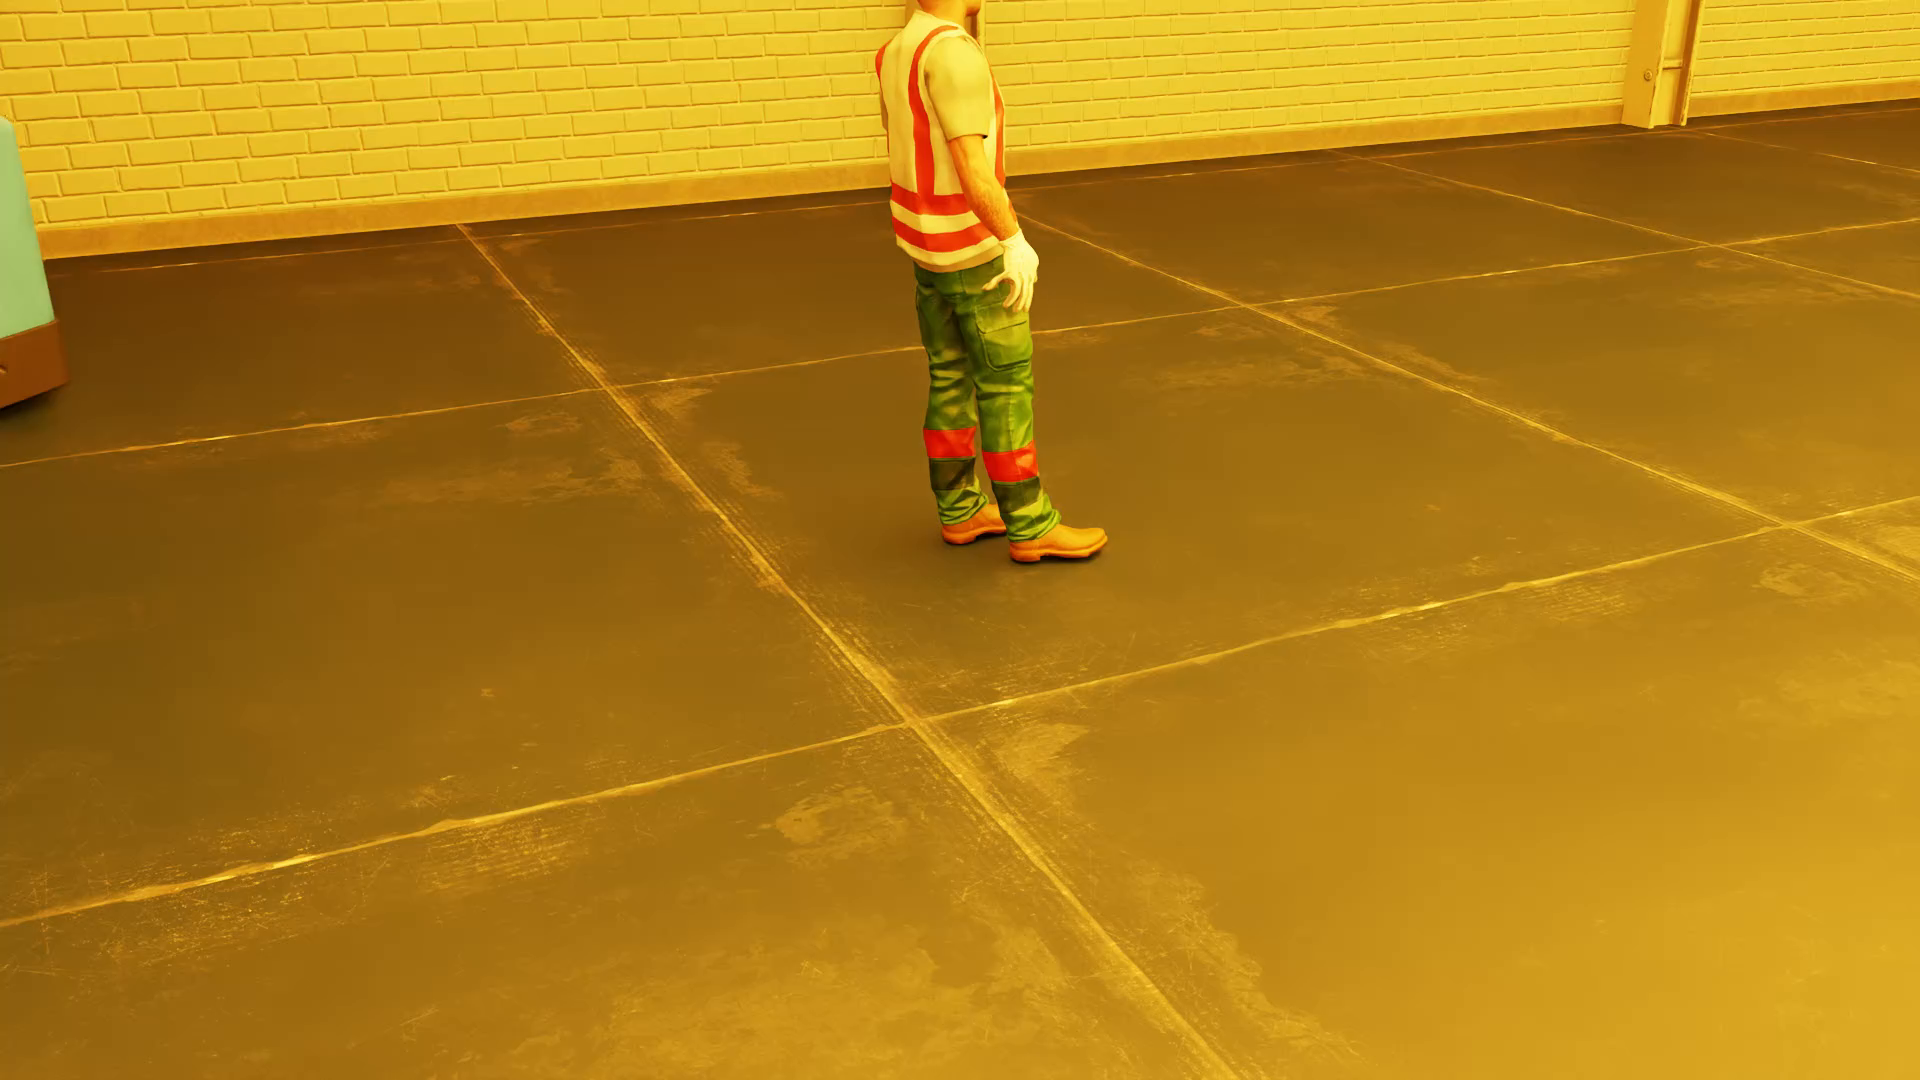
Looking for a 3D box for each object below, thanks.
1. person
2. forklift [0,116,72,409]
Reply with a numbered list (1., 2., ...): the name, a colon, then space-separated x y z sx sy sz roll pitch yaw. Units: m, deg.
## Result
1. person: 0.078 -0.842 4.782 0.562 1.790 0.637 -10 25 -23
2. forklift: -4.989 -1.887 5.829 3.031 2.935 1.130 6 23 15
